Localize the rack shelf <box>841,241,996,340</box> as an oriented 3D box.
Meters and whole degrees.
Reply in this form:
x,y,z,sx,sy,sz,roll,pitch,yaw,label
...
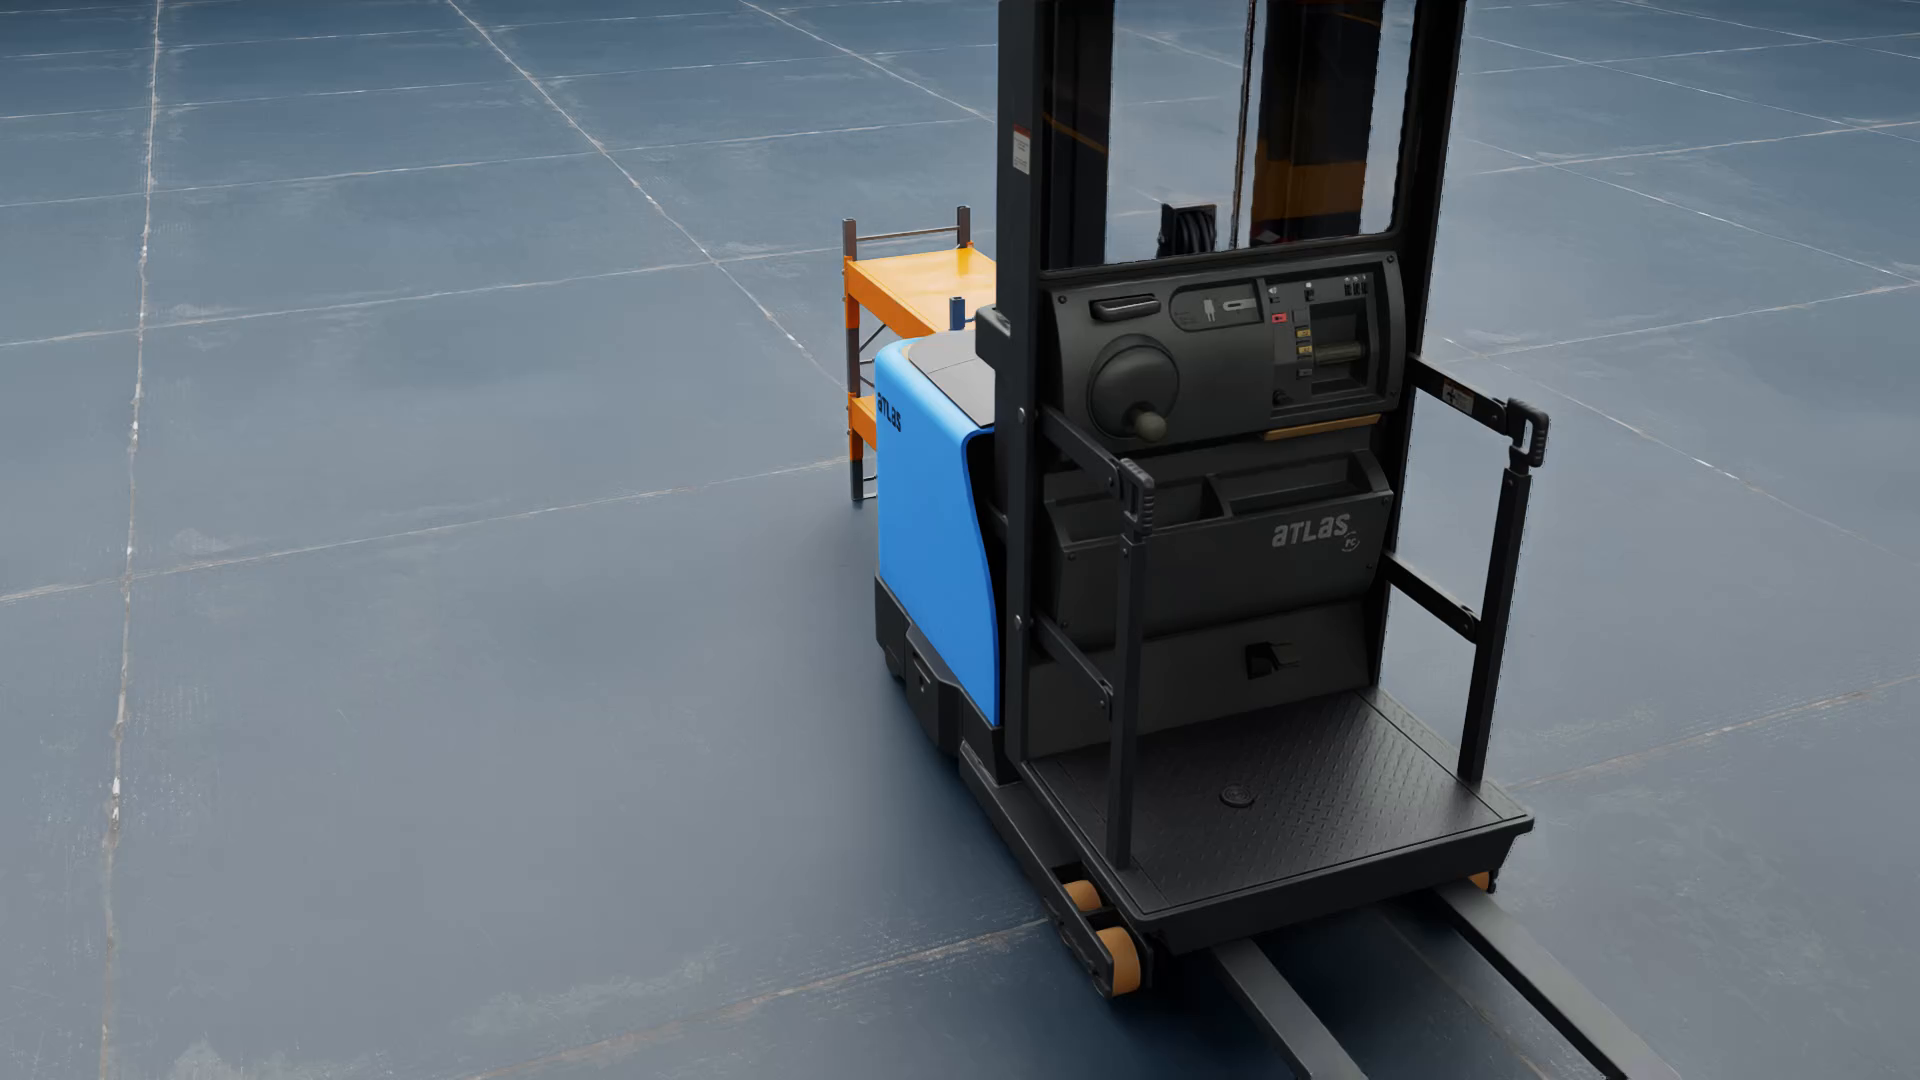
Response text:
x,y,z,sx,sy,sz,roll,pitch,yaw,label
0.003,-0.766,5.869,0.538,0.278,1.000,-11,28,-21,rack shelf

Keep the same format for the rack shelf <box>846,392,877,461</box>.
x,y,z,sx,sy,sz,roll,pitch,yaw,label
0.003,-0.283,6.105,0.538,0.278,1.000,-11,28,-21,rack shelf

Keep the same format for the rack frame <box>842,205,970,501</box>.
x,y,z,sx,sy,sz,roll,pitch,yaw,label
-0.196,-0.708,6.418,0.500,1.125,0.032,-11,28,-21,rack frame

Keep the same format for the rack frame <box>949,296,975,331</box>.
x,y,z,sx,sy,sz,roll,pitch,yaw,label
0.202,-0.298,5.577,0.500,1.125,0.032,-11,28,-21,rack frame

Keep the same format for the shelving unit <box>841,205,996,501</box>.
x,y,z,sx,sy,sz,roll,pitch,yaw,label
0.003,-0.503,5.998,0.538,1.125,1.048,-11,28,-21,shelving unit

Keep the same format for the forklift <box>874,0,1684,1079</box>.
x,y,z,sx,sy,sz,roll,pitch,yaw,label
0.732,-0.427,3.785,1.130,2.935,3.031,-10,28,-19,forklift
